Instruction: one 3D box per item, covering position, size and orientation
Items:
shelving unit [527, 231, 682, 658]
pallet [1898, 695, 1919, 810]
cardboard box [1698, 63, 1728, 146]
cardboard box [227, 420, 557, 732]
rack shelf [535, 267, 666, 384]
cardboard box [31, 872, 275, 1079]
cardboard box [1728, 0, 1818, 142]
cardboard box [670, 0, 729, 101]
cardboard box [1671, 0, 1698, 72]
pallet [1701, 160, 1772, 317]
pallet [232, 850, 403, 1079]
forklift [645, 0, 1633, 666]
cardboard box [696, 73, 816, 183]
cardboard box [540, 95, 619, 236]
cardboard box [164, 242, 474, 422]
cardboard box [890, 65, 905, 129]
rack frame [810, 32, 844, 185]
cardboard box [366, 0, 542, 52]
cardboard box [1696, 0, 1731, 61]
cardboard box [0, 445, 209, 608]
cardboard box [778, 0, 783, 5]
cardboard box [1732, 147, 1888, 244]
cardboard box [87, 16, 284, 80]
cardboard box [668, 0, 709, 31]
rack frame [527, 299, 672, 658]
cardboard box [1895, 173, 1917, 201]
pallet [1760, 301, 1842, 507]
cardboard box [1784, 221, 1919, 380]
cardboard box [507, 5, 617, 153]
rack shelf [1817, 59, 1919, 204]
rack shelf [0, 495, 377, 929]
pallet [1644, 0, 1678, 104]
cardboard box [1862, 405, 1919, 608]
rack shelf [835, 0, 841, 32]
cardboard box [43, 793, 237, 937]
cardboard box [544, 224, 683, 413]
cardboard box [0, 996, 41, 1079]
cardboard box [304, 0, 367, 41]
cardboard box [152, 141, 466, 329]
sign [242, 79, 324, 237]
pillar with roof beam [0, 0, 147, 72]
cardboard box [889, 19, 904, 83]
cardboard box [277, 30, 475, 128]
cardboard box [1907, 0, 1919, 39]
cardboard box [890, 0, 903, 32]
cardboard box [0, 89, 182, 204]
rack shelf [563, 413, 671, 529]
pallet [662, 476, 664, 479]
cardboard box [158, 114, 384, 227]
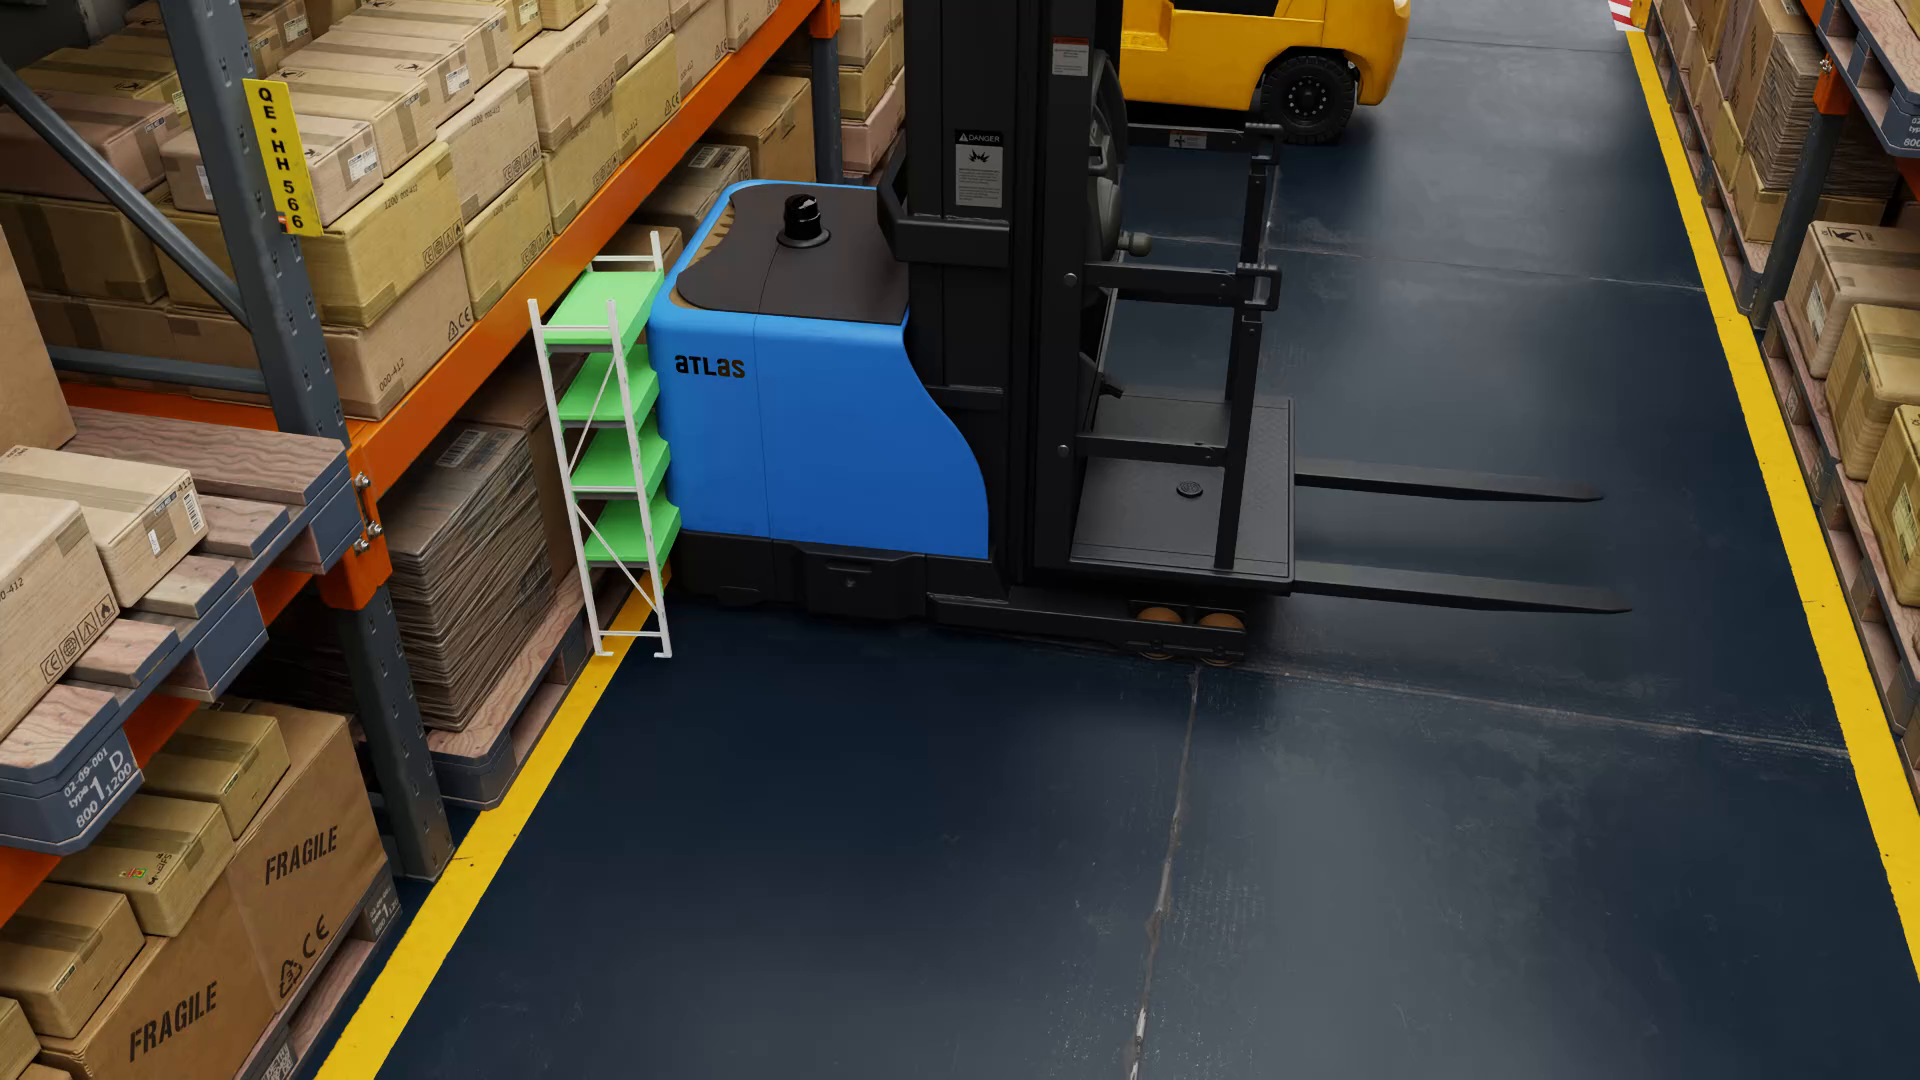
[{"bbox_3d":[-1.016,-0.278,5.061,0.258,1.200,0.503,1,33,6],"label":"shelving unit"},{"bbox_3d":[3.133,0.916,4.307,1.003,0.211,1.213,7,37,10],"label":"pallet"},{"bbox_3d":[3.899,-2.086,8.057,0.500,0.250,0.500,8,37,11],"label":"cardboard box"},{"bbox_3d":[-1.739,0.050,4.791,0.875,0.625,0.625,8,37,11],"label":"cardboard box"},{"bbox_3d":[-1.032,-0.629,4.838,0.258,0.148,0.480,1,33,6],"label":"rack shelf"},{"bbox_3d":[-1.883,1.011,3.571,0.500,0.500,0.500,7,36,9],"label":"cardboard box"},{"bbox_3d":[3.790,-2.084,7.415,0.500,0.500,0.500,8,37,11],"label":"cardboard box"},{"bbox_3d":[-1.121,-1.727,5.704,0.500,0.250,0.500,8,37,10],"label":"cardboard box"},{"bbox_3d":[4.114,-2.689,8.890,0.500,0.250,0.500,9,37,12],"label":"cardboard box"},{"bbox_3d":[3.928,-1.319,7.390,1.003,0.211,1.213,7,37,10],"label":"pallet"},{"bbox_3d":[-2.082,1.167,3.960,1.003,0.211,1.213,7,37,10],"label":"pallet"},{"bbox_3d":[0.615,-1.128,4.809,3.031,2.935,1.130,5,36,7],"label":"forklift"},{"bbox_3d":[-1.132,-1.587,7.049,0.875,0.625,0.625,9,37,12],"label":"cardboard box"},{"bbox_3d":[-1.337,-1.133,4.884,0.500,0.250,0.500,6,36,8],"label":"cardboard box"},{"bbox_3d":[-1.552,-0.549,4.079,0.500,0.250,0.500,7,37,10],"label":"cardboard box"},{"bbox_3d":[-0.511,-2.264,8.303,0.500,0.250,0.500,7,36,9],"label":"cardboard box"},{"bbox_3d":[-1.031,-2.679,6.890,1.000,3.000,0.127,7,37,10],"label":"rack frame"},{"bbox_3d":[-1.376,-1.438,4.539,0.380,0.149,0.250,8,37,10],"label":"cardboard box"},{"bbox_3d":[4.003,-2.684,8.243,0.500,0.500,0.500,8,37,11],"label":"cardboard box"},{"bbox_3d":[-1.651,-0.029,3.091,0.380,0.149,0.250,8,37,11],"label":"cardboard box"},{"bbox_3d":[-0.883,-2.296,6.490,0.500,0.250,0.500,8,37,11],"label":"cardboard box"},{"bbox_3d":[3.682,-1.488,7.232,0.500,0.250,0.500,9,37,12],"label":"cardboard box"},{"bbox_3d":[-1.952,-1.205,4.219,0.380,0.149,0.250,7,37,10],"label":"cardboard box"},{"bbox_3d":[-1.104,-1.919,5.543,0.500,0.250,0.500,8,37,11],"label":"cardboard box"},{"bbox_3d":[-1.038,-0.147,4.856,0.240,1.200,0.015,1,33,6],"label":"rack frame"},{"bbox_3d":[4.208,-1.723,6.918,0.500,0.500,0.500,9,37,12],"label":"cardboard box"},{"bbox_3d":[3.654,-0.483,6.237,1.003,0.211,1.213,7,37,10],"label":"pallet"},{"bbox_3d":[3.709,-0.864,6.267,0.950,0.372,0.625,8,37,11],"label":"cardboard box"},{"bbox_3d":[-1.315,-1.336,4.739,0.500,0.250,0.500,6,36,9],"label":"cardboard box"},{"bbox_3d":[3.391,-0.621,4.664,1.077,0.370,4.000,7,37,10],"label":"rack shelf"},{"bbox_3d":[-2.313,1.052,2.355,1.077,0.370,4.000,7,37,10],"label":"rack shelf"},{"bbox_3d":[4.449,-2.718,9.320,1.003,0.211,1.213,7,37,10],"label":"pallet"},{"bbox_3d":[3.412,-0.052,5.148,0.950,0.372,0.625,8,37,12],"label":"cardboard box"},{"bbox_3d":[-0.604,-3.534,8.683,1.077,0.370,4.000,7,37,10],"label":"rack shelf"},{"bbox_3d":[-1.772,0.669,3.490,0.380,0.149,0.250,6,36,8],"label":"cardboard box"},{"bbox_3d":[-1.464,-0.712,5.841,0.875,0.625,0.625,6,36,8],"label":"cardboard box"},{"bbox_3d":[-1.972,0.960,3.089,0.380,0.149,0.250,8,37,11],"label":"cardboard box"},{"bbox_3d":[-1.836,-1.495,4.619,0.380,0.149,0.250,7,37,10],"label":"cardboard box"},{"bbox_3d":[-1.528,-0.748,3.928,0.500,0.250,0.500,7,37,10],"label":"cardboard box"},{"bbox_3d":[-1.354,-0.760,3.323,0.100,0.325,0.005,7,37,10],"label":"sign"},{"bbox_3d":[1.718,-3.135,2.408,9.100,9.000,0.400,7,37,10],"label":"pillar with roof beam"},{"bbox_3d":[-0.521,-2.466,8.155,0.500,0.250,0.500,7,37,10],"label":"cardboard box"},{"bbox_3d":[-1.444,-1.138,4.127,0.380,0.149,0.250,8,37,11],"label":"cardboard box"},{"bbox_3d":[3.330,-1.708,5.406,0.380,0.149,0.250,8,37,11],"label":"cardboard box"},{"bbox_3d":[-0.502,-2.670,8.011,0.500,0.250,0.500,7,37,10],"label":"cardboard box"},{"bbox_3d":[-2.014,-0.901,3.799,0.380,0.149,0.250,8,37,11],"label":"cardboard box"},{"bbox_3d":[-1.013,-0.224,5.095,0.258,0.148,0.480,1,33,6],"label":"rack shelf"},{"bbox_3d":[-1.409,-0.421,6.151,1.003,0.211,1.213,7,37,10],"label":"pallet"},{"bbox_3d":[-1.530,-0.835,3.707,0.380,0.149,0.250,8,37,11],"label":"cardboard box"}]
